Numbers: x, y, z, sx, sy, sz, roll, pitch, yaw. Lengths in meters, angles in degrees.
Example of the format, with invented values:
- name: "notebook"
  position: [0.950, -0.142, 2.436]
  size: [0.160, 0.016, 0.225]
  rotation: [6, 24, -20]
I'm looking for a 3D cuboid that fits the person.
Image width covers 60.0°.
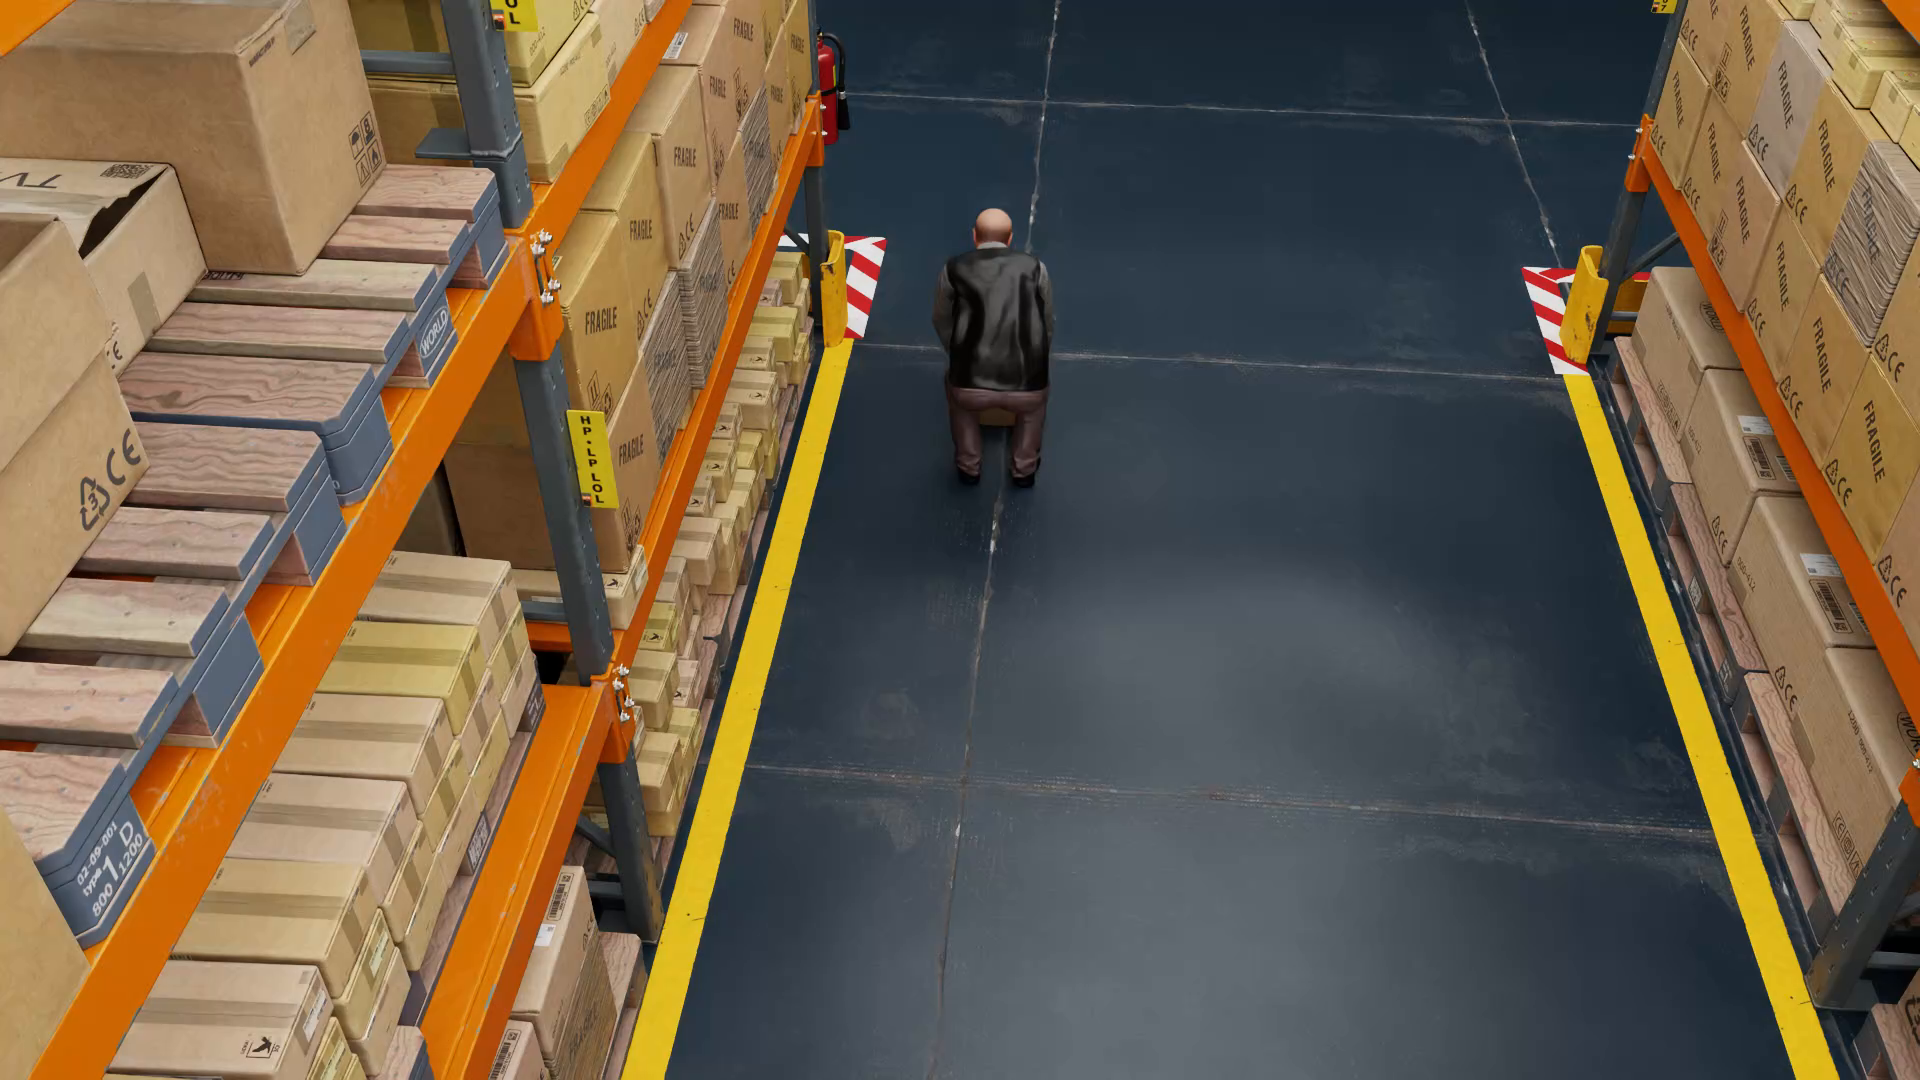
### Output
- name: "person"
  position: [0.144, -0.834, 7.619]
  size: [0.573, 1.159, 0.815]
  rotation: [3, 40, 3]
